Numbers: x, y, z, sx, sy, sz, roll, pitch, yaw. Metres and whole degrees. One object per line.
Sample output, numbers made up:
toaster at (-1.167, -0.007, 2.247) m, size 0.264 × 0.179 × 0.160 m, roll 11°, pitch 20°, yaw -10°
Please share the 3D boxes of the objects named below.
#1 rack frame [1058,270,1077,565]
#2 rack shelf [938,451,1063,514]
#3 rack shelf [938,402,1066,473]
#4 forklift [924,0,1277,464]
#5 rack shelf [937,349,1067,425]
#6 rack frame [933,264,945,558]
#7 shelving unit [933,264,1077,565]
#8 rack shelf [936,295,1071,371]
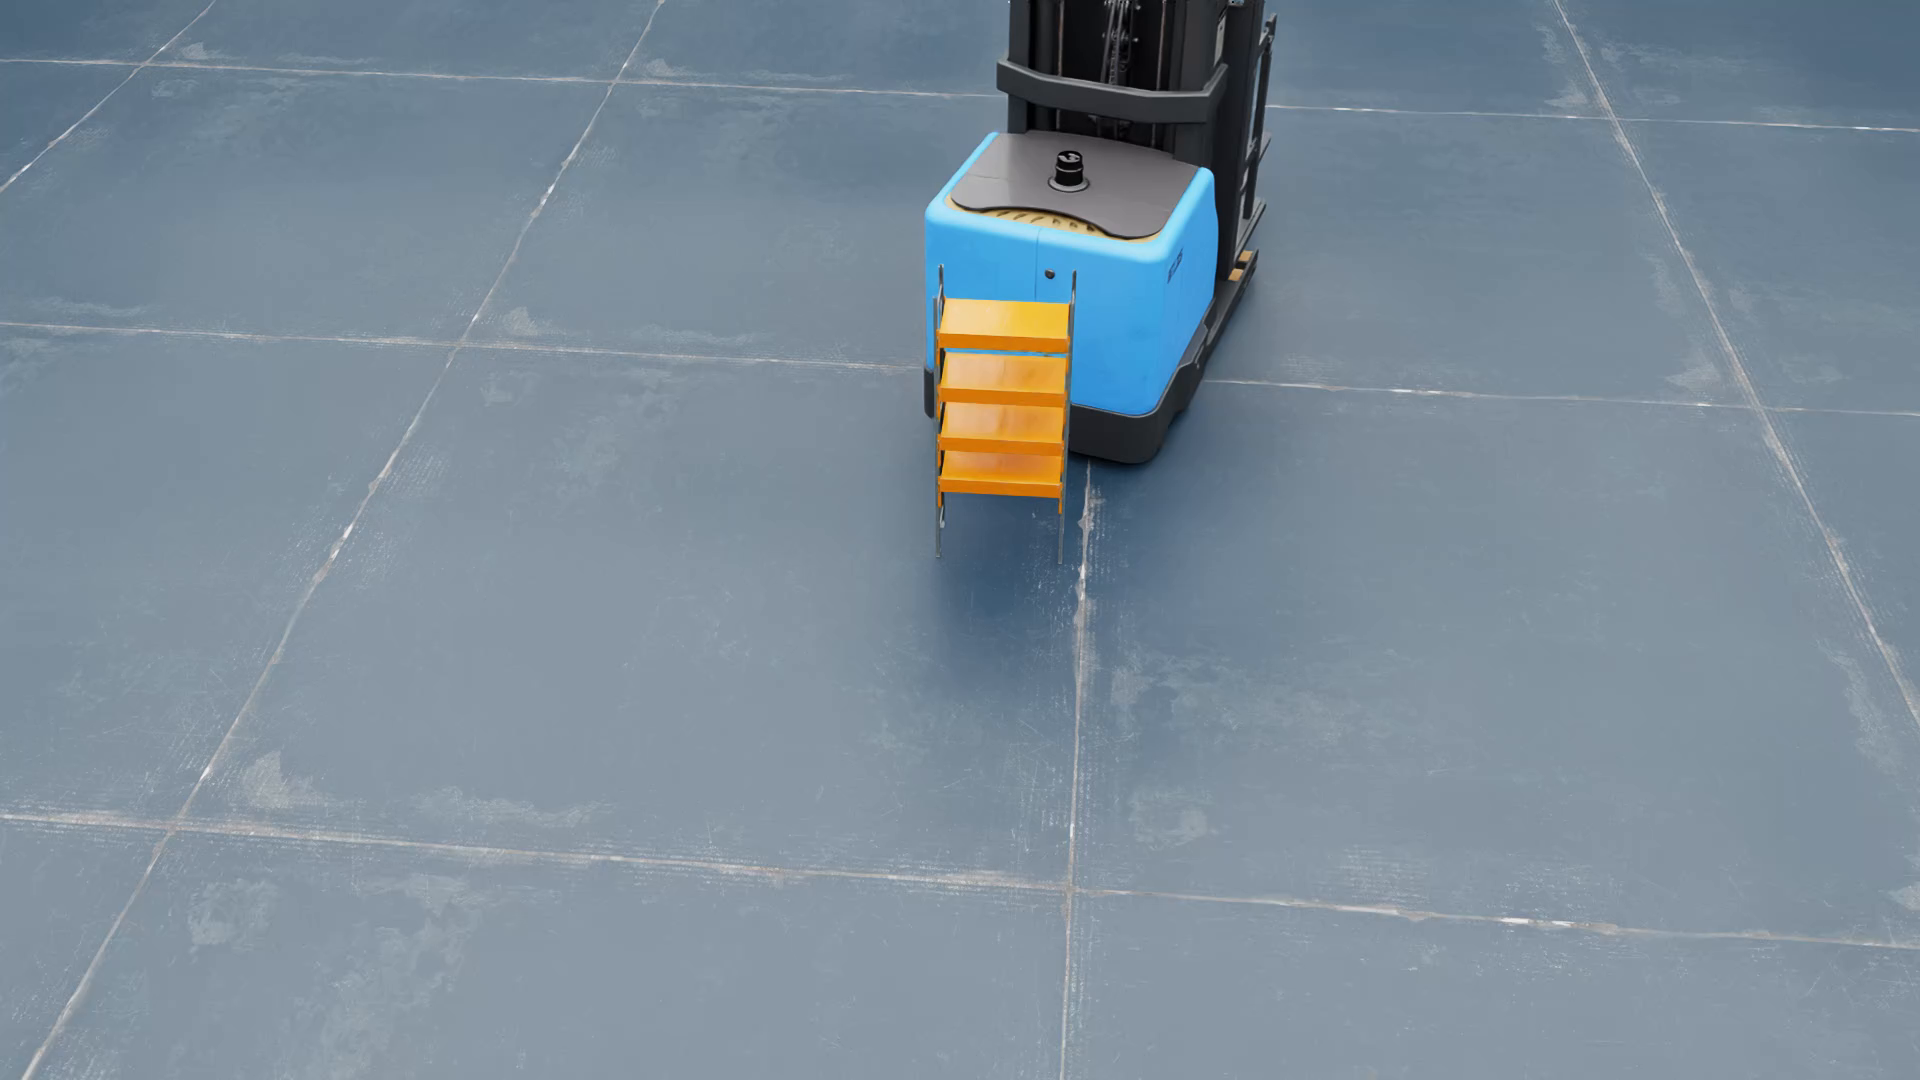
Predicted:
rack frame at (0.408, -0.443, 6.344) m, size 0.015 × 1.200 × 0.240 m, roll 3°, pitch 39°, yaw 4°
rack shelf at (0.165, -0.250, 6.528) m, size 0.480 × 0.148 × 0.258 m, roll 3°, pitch 39°, yaw 4°
rack shelf at (0.165, -0.404, 6.403) m, size 0.480 × 0.148 × 0.258 m, roll 3°, pitch 39°, yaw 4°
forklift at (0.848, -2.394, 7.369) m, size 1.130 × 2.935 × 3.031 m, roll 14°, pitch 41°, yaw 16°
rack shelf at (0.165, -0.578, 6.261) m, size 0.480 × 0.148 × 0.258 m, roll 3°, pitch 39°, yaw 4°
rack frame at (-0.078, -0.470, 6.376) m, size 0.015 × 1.200 × 0.240 m, roll 3°, pitch 39°, yaw 4°
shelving unit at (0.165, -0.456, 6.360) m, size 0.503 × 1.200 × 0.258 m, roll 3°, pitch 39°, yaw 4°
rack shelf at (0.165, -0.761, 6.112) m, size 0.480 × 0.148 × 0.258 m, roll 3°, pitch 39°, yaw 4°
